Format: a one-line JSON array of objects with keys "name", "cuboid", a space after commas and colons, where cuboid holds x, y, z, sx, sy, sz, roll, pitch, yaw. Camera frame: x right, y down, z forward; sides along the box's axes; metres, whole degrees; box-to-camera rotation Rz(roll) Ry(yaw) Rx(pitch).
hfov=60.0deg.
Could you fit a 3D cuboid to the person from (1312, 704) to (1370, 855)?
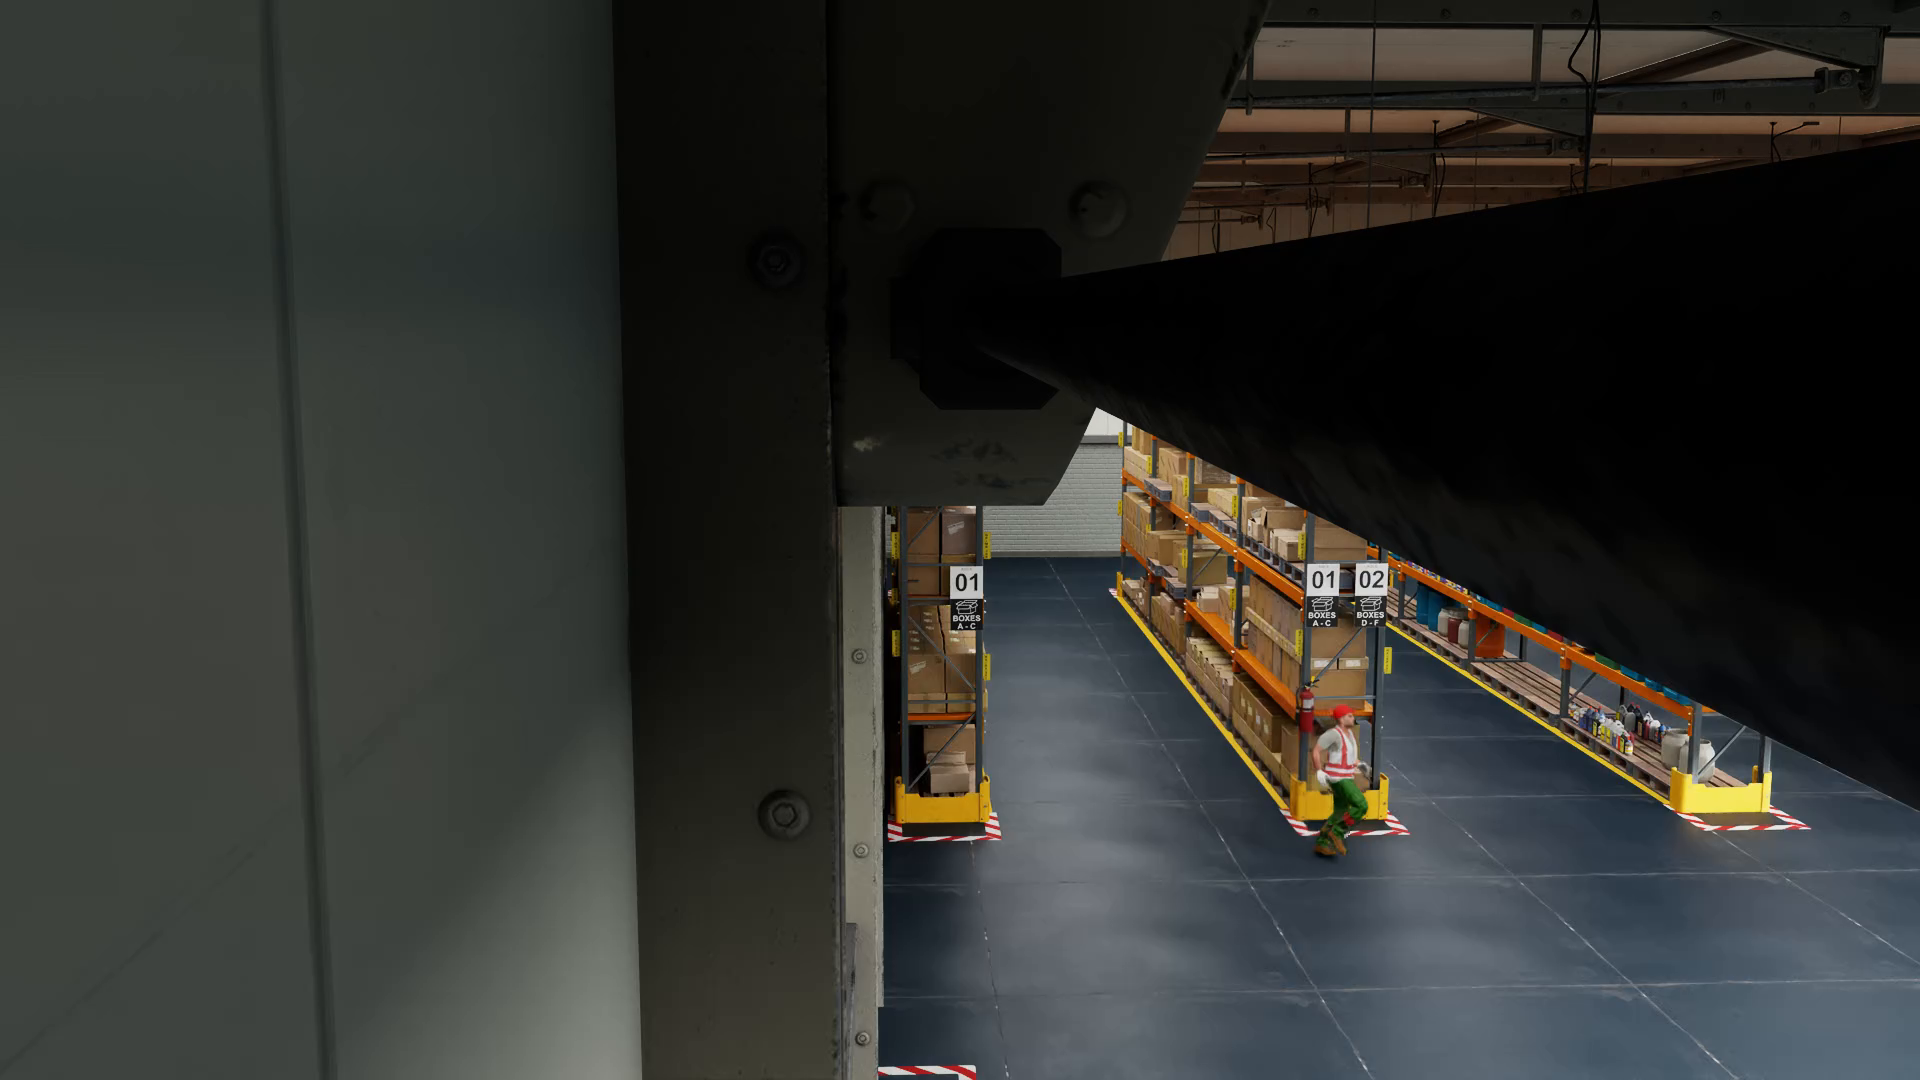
[{"name": "person", "cuboid": [4.469, 2.769, 19.264, 0.635, 1.715, 0.656, 5, 9, 31]}]
